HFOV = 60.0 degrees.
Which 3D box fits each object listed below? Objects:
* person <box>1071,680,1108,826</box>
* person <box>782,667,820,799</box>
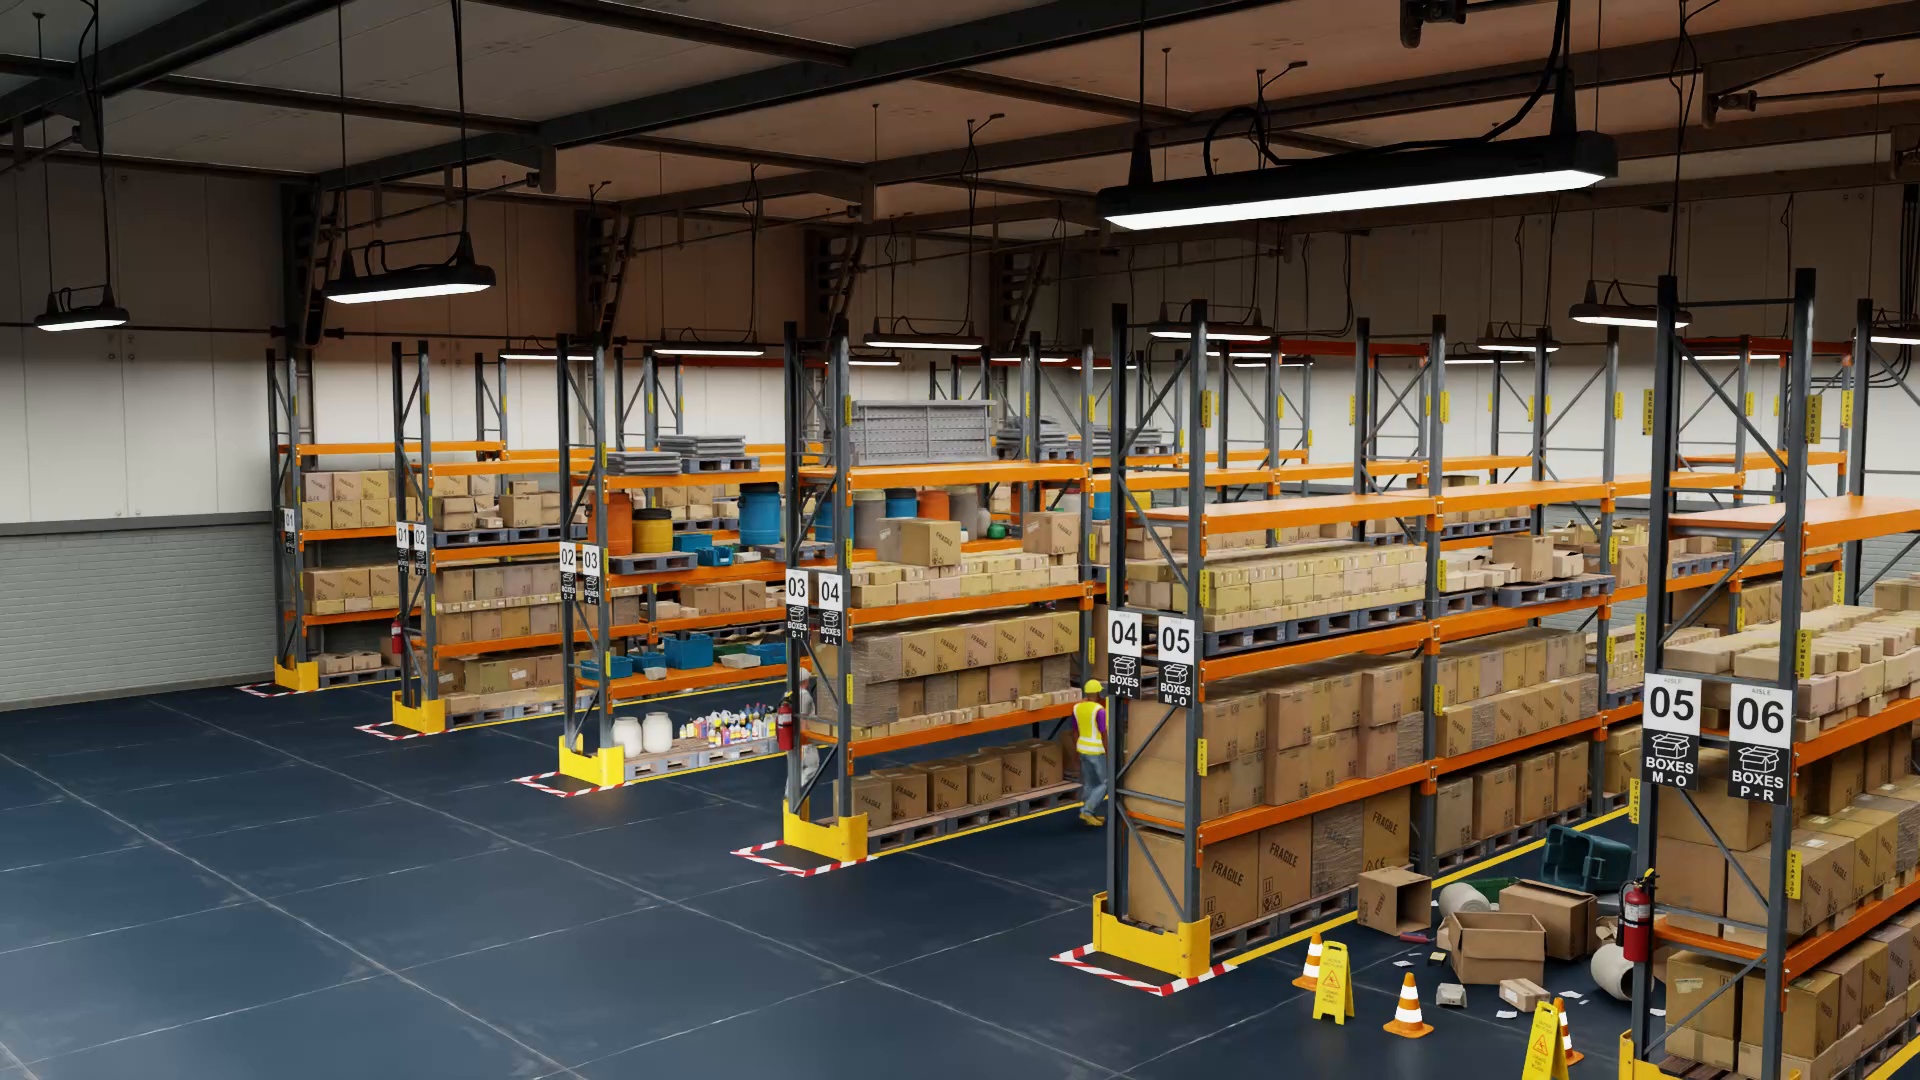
[{"bbox_3d":[1.575,2.563,19.988,0.522,1.766,0.590,-3,6,-35],"label":"person"},{"bbox_3d":[-2.036,2.480,20.722,0.499,1.781,0.585,-3,6,-33],"label":"person"}]
